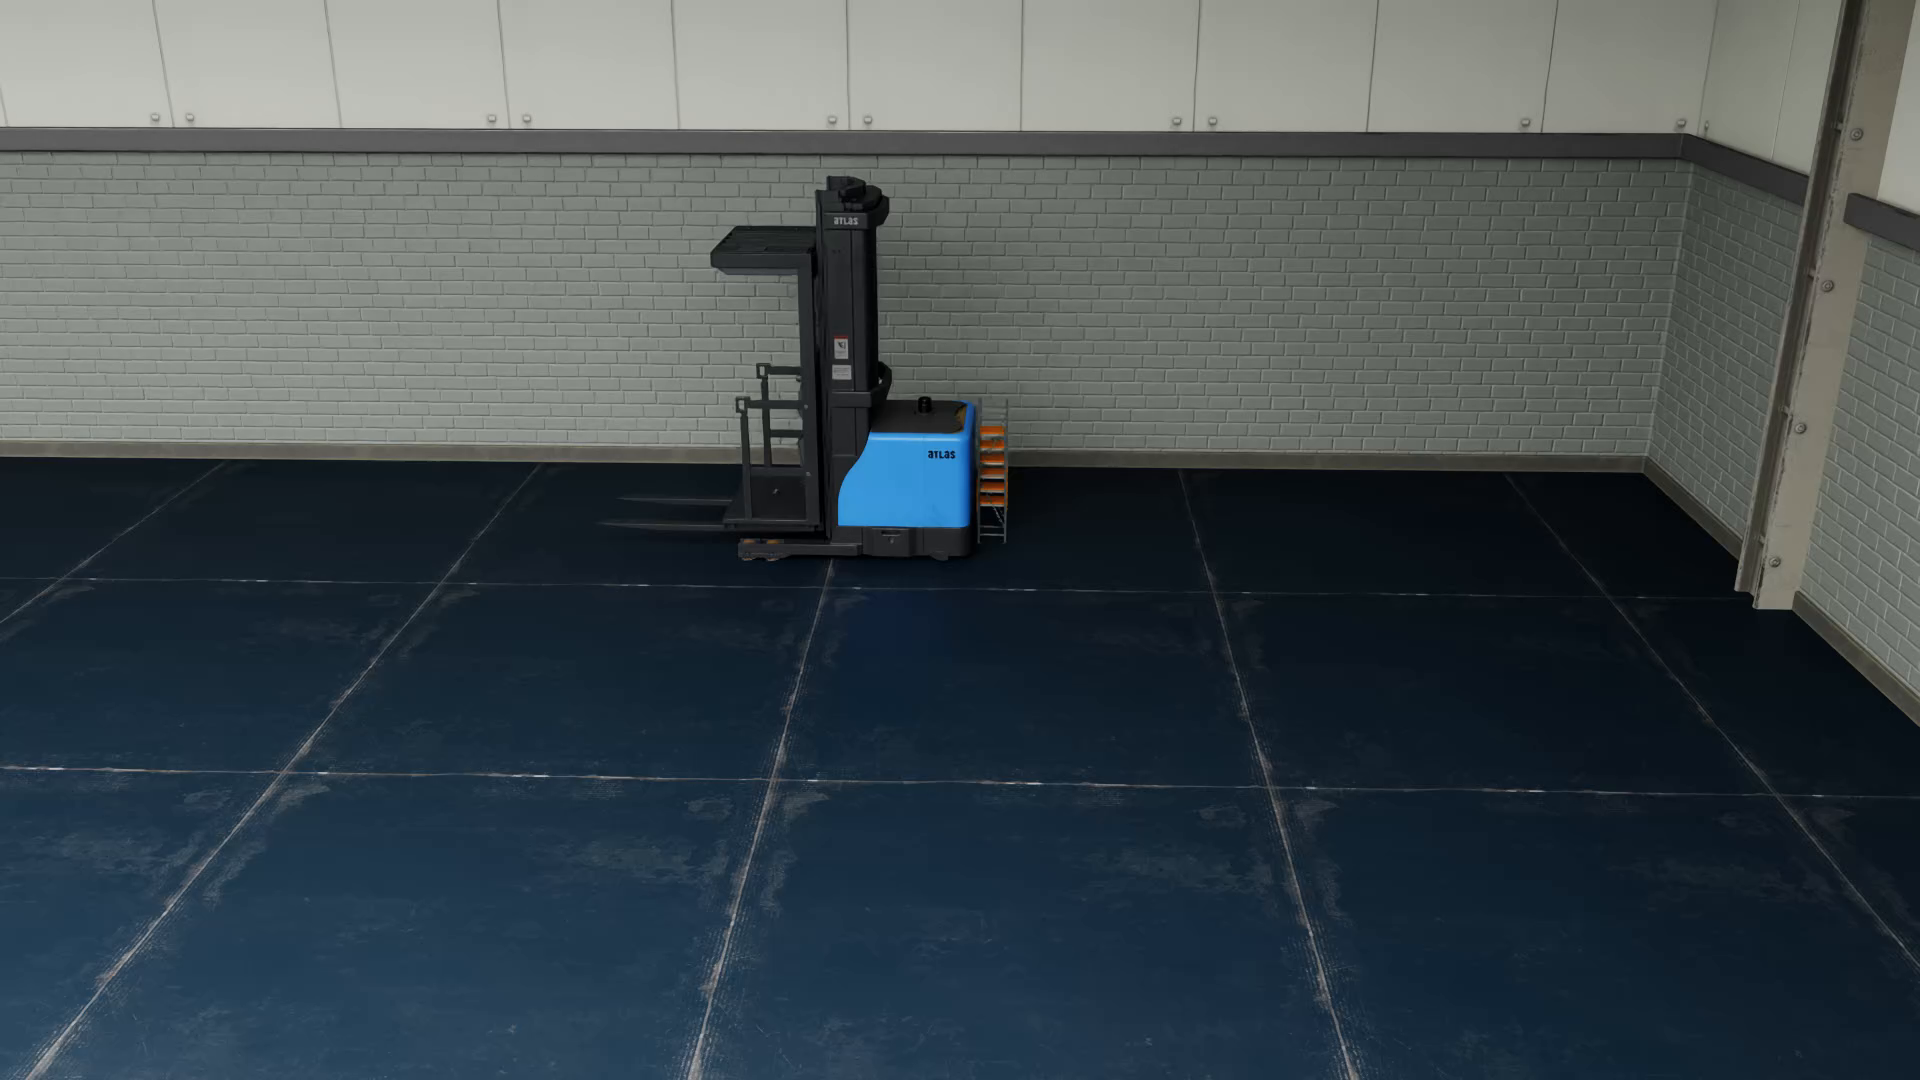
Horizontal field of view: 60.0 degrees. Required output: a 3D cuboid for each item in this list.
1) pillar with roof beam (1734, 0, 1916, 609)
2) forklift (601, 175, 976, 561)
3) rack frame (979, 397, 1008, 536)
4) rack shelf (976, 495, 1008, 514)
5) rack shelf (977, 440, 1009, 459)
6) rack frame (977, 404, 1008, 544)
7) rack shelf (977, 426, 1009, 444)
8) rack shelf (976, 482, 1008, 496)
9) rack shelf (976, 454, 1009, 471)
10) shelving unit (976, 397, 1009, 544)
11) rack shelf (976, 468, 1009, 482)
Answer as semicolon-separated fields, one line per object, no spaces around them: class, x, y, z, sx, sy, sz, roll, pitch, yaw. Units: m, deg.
pillar with roof beam;1.827;-3.795;11.162;9.100;9.000;0.400;1;21;2
forklift;-1.396;-1.385;13.341;3.031;2.935;1.130;1;21;3
rack frame;0.272;-0.593;13.692;0.240;1.200;0.006;1;21;3
rack shelf;0.266;-0.295;13.710;0.258;0.103;0.180;1;21;3
rack shelf;0.267;-0.743;13.536;0.258;0.103;0.180;1;21;3
rack frame;0.262;-0.527;13.522;0.240;1.200;0.006;1;21;3
rack shelf;0.268;-0.855;13.493;0.258;0.103;0.180;1;21;3
rack shelf;0.266;-0.407;13.667;0.258;0.103;0.180;1;21;3
rack shelf;0.267;-0.631;13.580;0.258;0.103;0.180;1;21;3
shelving unit;0.267;-0.560;13.607;0.258;1.200;0.189;1;21;3
rack shelf;0.267;-0.519;13.623;0.258;0.103;0.180;1;21;3
